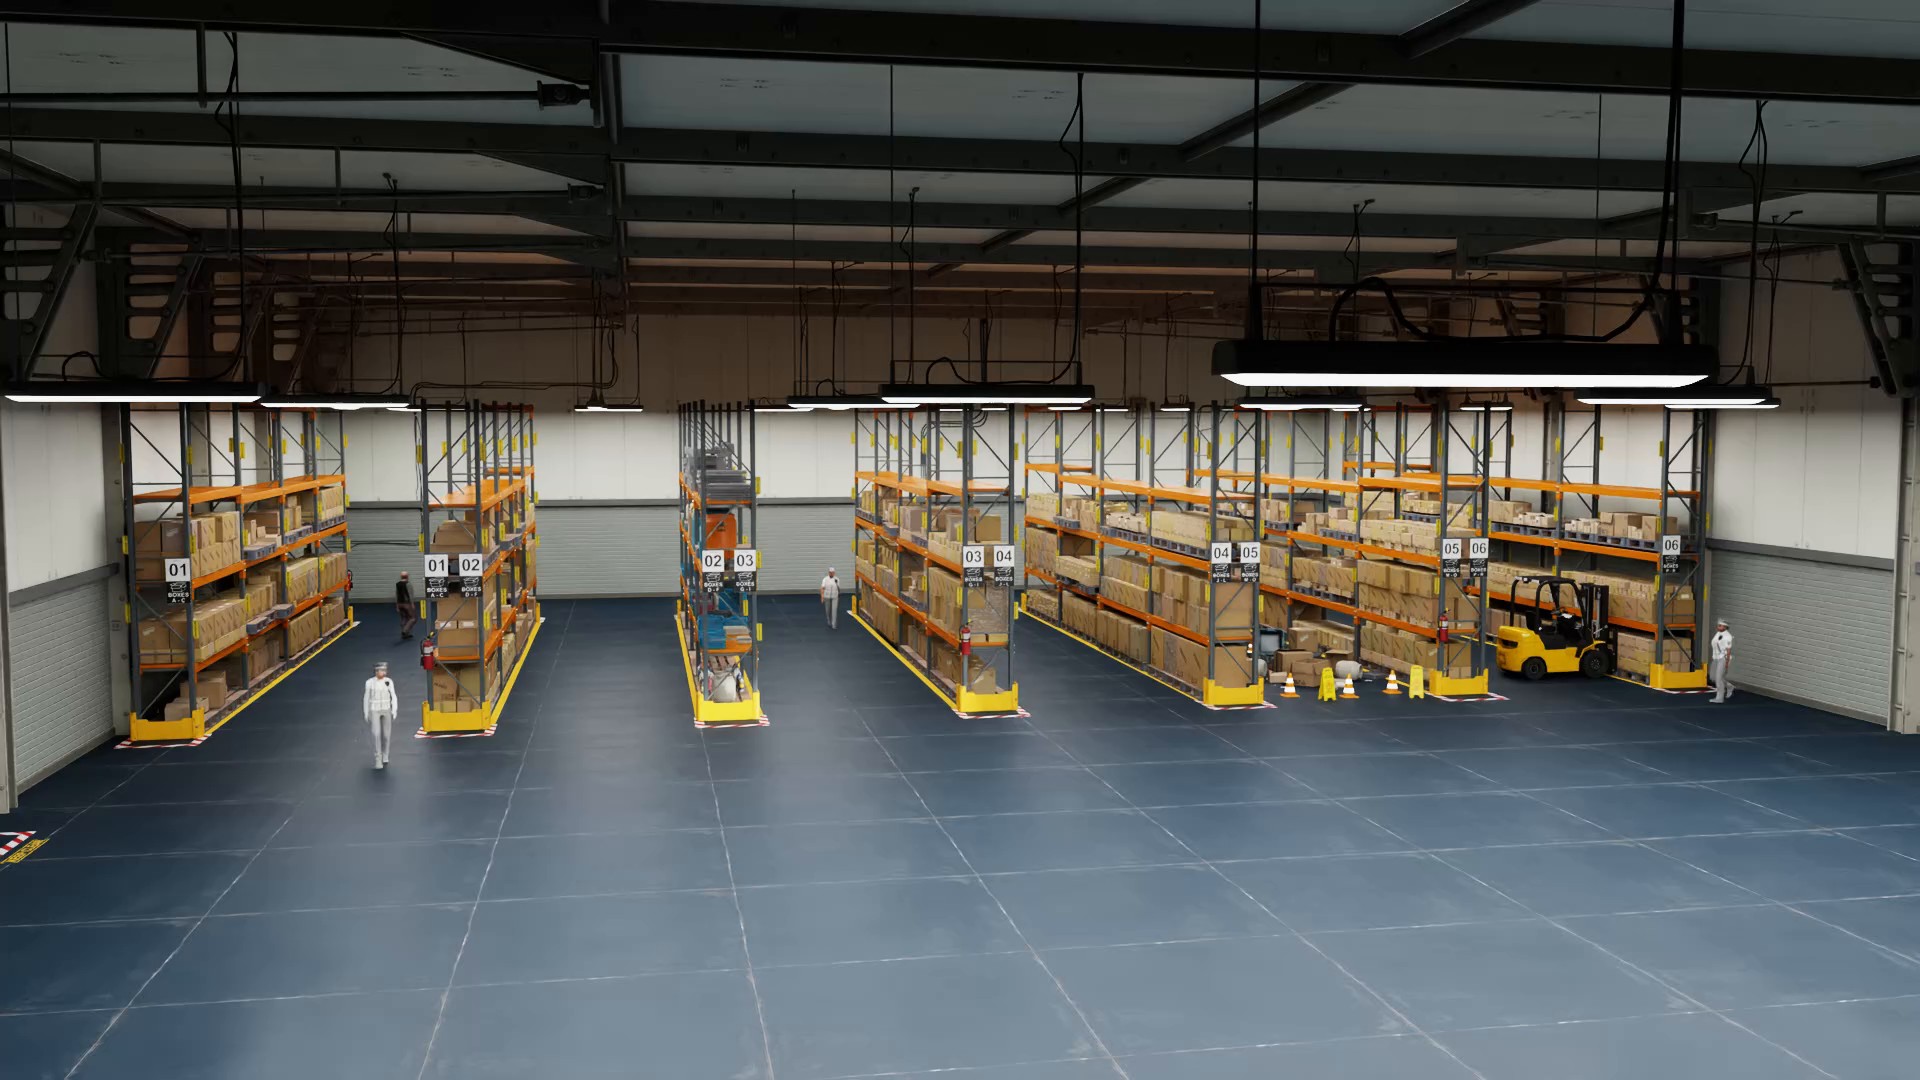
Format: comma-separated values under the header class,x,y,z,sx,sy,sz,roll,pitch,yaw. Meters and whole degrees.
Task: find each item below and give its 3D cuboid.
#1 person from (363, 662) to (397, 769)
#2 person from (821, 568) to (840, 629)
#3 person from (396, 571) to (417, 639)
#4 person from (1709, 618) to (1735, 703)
class,x,y,z,sx,sy,sz,roll,pitch,yaw
person,-9.430,2.854,27.163,0.507,1.694,0.654,-3,5,-32
person,-3.466,1.543,44.520,0.503,1.611,1.007,0,4,-1
person,-14.177,1.667,42.445,0.565,1.725,0.487,2,5,28
person,15.157,2.382,32.987,0.619,1.663,0.461,-1,4,-10
